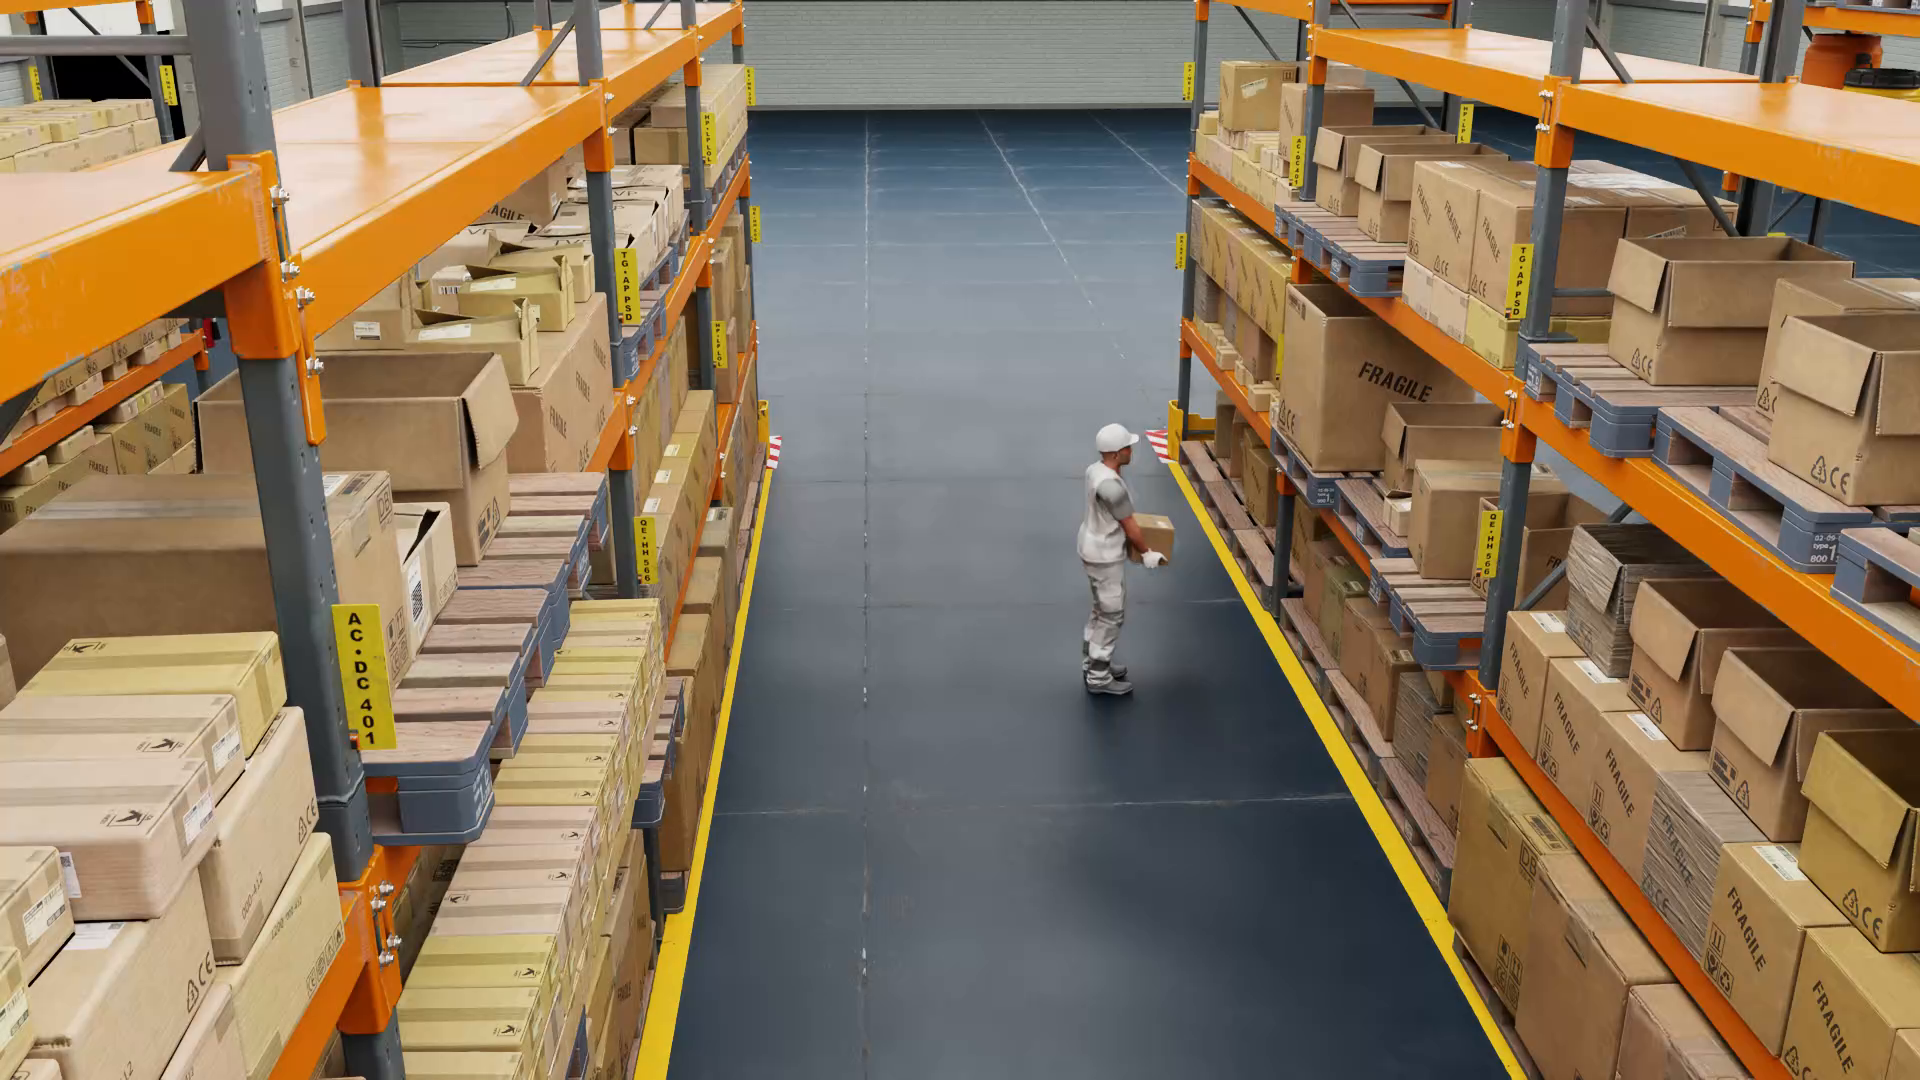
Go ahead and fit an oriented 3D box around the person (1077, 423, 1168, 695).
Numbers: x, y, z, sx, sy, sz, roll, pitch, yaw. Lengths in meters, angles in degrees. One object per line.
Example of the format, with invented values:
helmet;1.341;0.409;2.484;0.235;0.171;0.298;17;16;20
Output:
person;1.038;0.109;10.747;0.560;1.784;0.495;-1;20;-4
